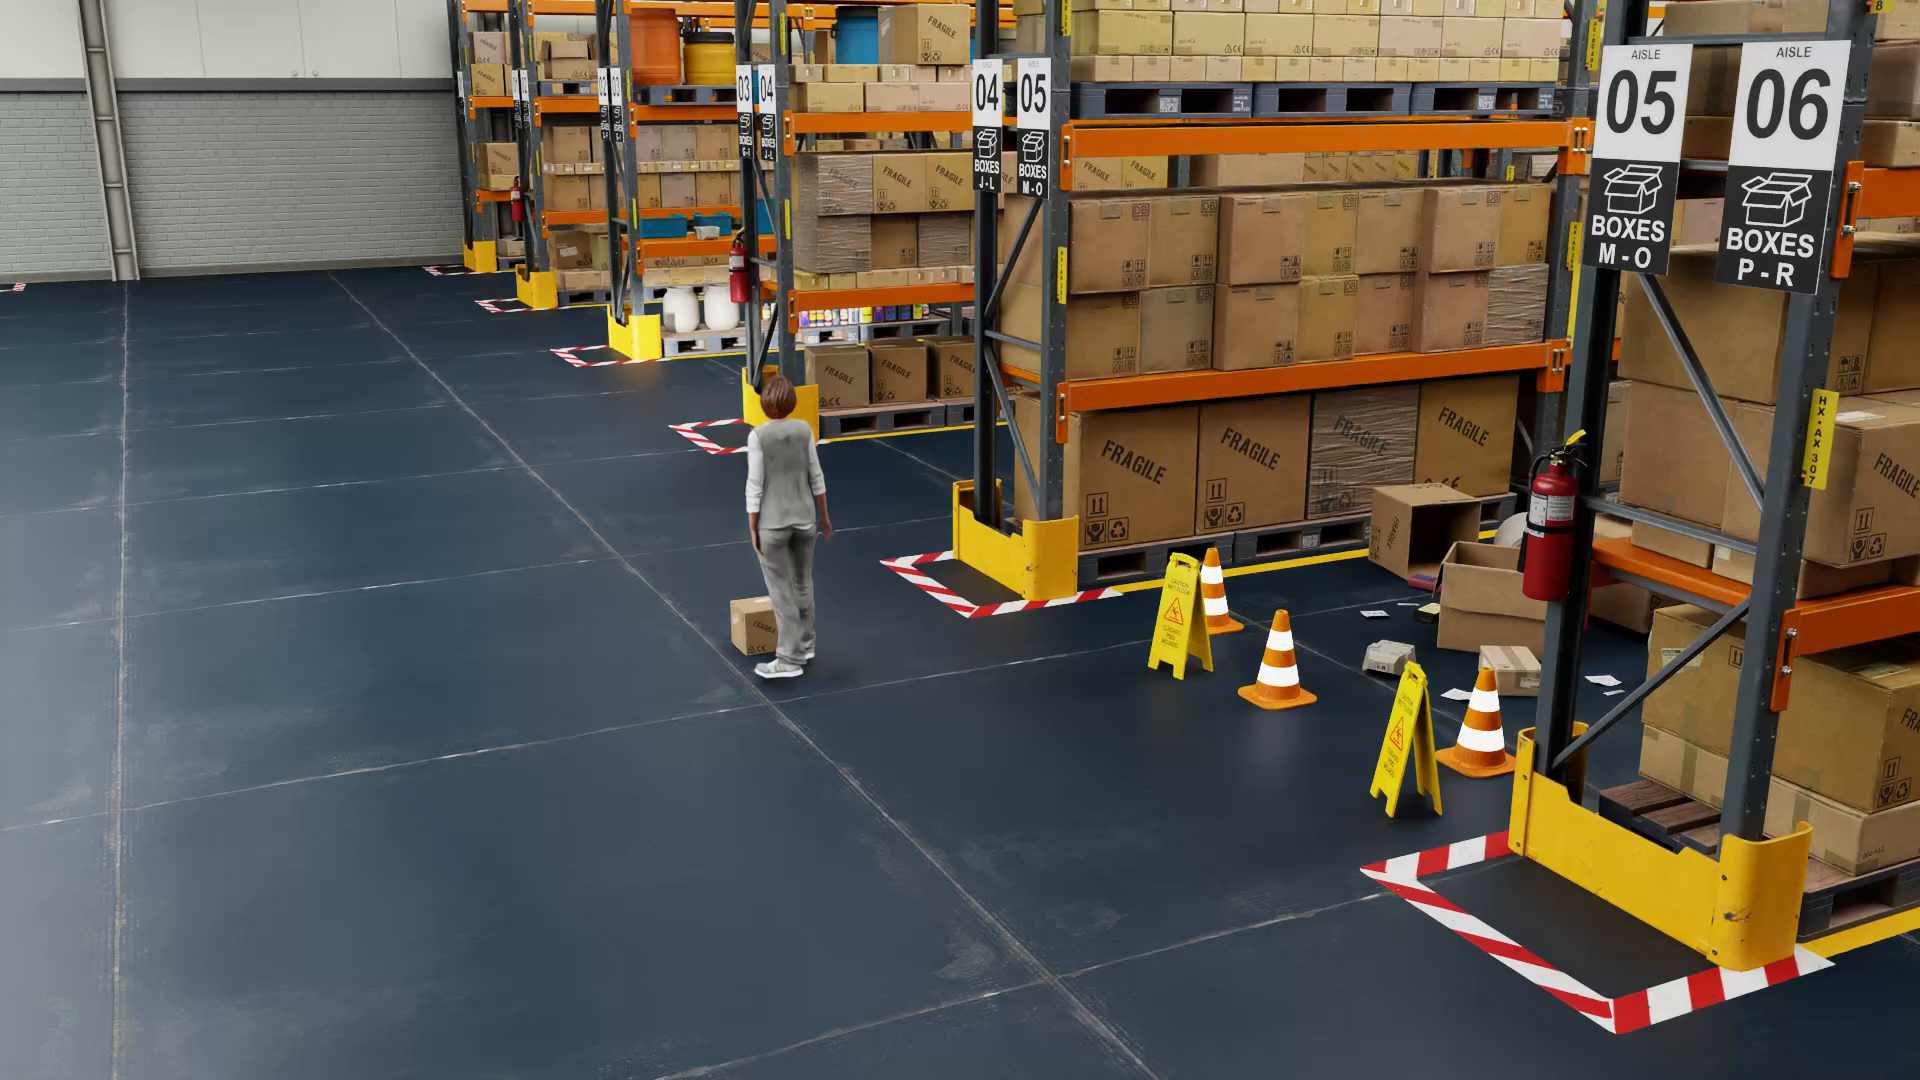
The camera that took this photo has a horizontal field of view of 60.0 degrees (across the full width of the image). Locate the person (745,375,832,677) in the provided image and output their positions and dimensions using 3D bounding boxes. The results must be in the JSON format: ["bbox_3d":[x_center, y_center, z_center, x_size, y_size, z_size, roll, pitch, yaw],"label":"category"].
[{"bbox_3d":[-0.937,-0.084,8.794,0.489,1.601,0.480,-10,19,-33],"label":"person"}]
